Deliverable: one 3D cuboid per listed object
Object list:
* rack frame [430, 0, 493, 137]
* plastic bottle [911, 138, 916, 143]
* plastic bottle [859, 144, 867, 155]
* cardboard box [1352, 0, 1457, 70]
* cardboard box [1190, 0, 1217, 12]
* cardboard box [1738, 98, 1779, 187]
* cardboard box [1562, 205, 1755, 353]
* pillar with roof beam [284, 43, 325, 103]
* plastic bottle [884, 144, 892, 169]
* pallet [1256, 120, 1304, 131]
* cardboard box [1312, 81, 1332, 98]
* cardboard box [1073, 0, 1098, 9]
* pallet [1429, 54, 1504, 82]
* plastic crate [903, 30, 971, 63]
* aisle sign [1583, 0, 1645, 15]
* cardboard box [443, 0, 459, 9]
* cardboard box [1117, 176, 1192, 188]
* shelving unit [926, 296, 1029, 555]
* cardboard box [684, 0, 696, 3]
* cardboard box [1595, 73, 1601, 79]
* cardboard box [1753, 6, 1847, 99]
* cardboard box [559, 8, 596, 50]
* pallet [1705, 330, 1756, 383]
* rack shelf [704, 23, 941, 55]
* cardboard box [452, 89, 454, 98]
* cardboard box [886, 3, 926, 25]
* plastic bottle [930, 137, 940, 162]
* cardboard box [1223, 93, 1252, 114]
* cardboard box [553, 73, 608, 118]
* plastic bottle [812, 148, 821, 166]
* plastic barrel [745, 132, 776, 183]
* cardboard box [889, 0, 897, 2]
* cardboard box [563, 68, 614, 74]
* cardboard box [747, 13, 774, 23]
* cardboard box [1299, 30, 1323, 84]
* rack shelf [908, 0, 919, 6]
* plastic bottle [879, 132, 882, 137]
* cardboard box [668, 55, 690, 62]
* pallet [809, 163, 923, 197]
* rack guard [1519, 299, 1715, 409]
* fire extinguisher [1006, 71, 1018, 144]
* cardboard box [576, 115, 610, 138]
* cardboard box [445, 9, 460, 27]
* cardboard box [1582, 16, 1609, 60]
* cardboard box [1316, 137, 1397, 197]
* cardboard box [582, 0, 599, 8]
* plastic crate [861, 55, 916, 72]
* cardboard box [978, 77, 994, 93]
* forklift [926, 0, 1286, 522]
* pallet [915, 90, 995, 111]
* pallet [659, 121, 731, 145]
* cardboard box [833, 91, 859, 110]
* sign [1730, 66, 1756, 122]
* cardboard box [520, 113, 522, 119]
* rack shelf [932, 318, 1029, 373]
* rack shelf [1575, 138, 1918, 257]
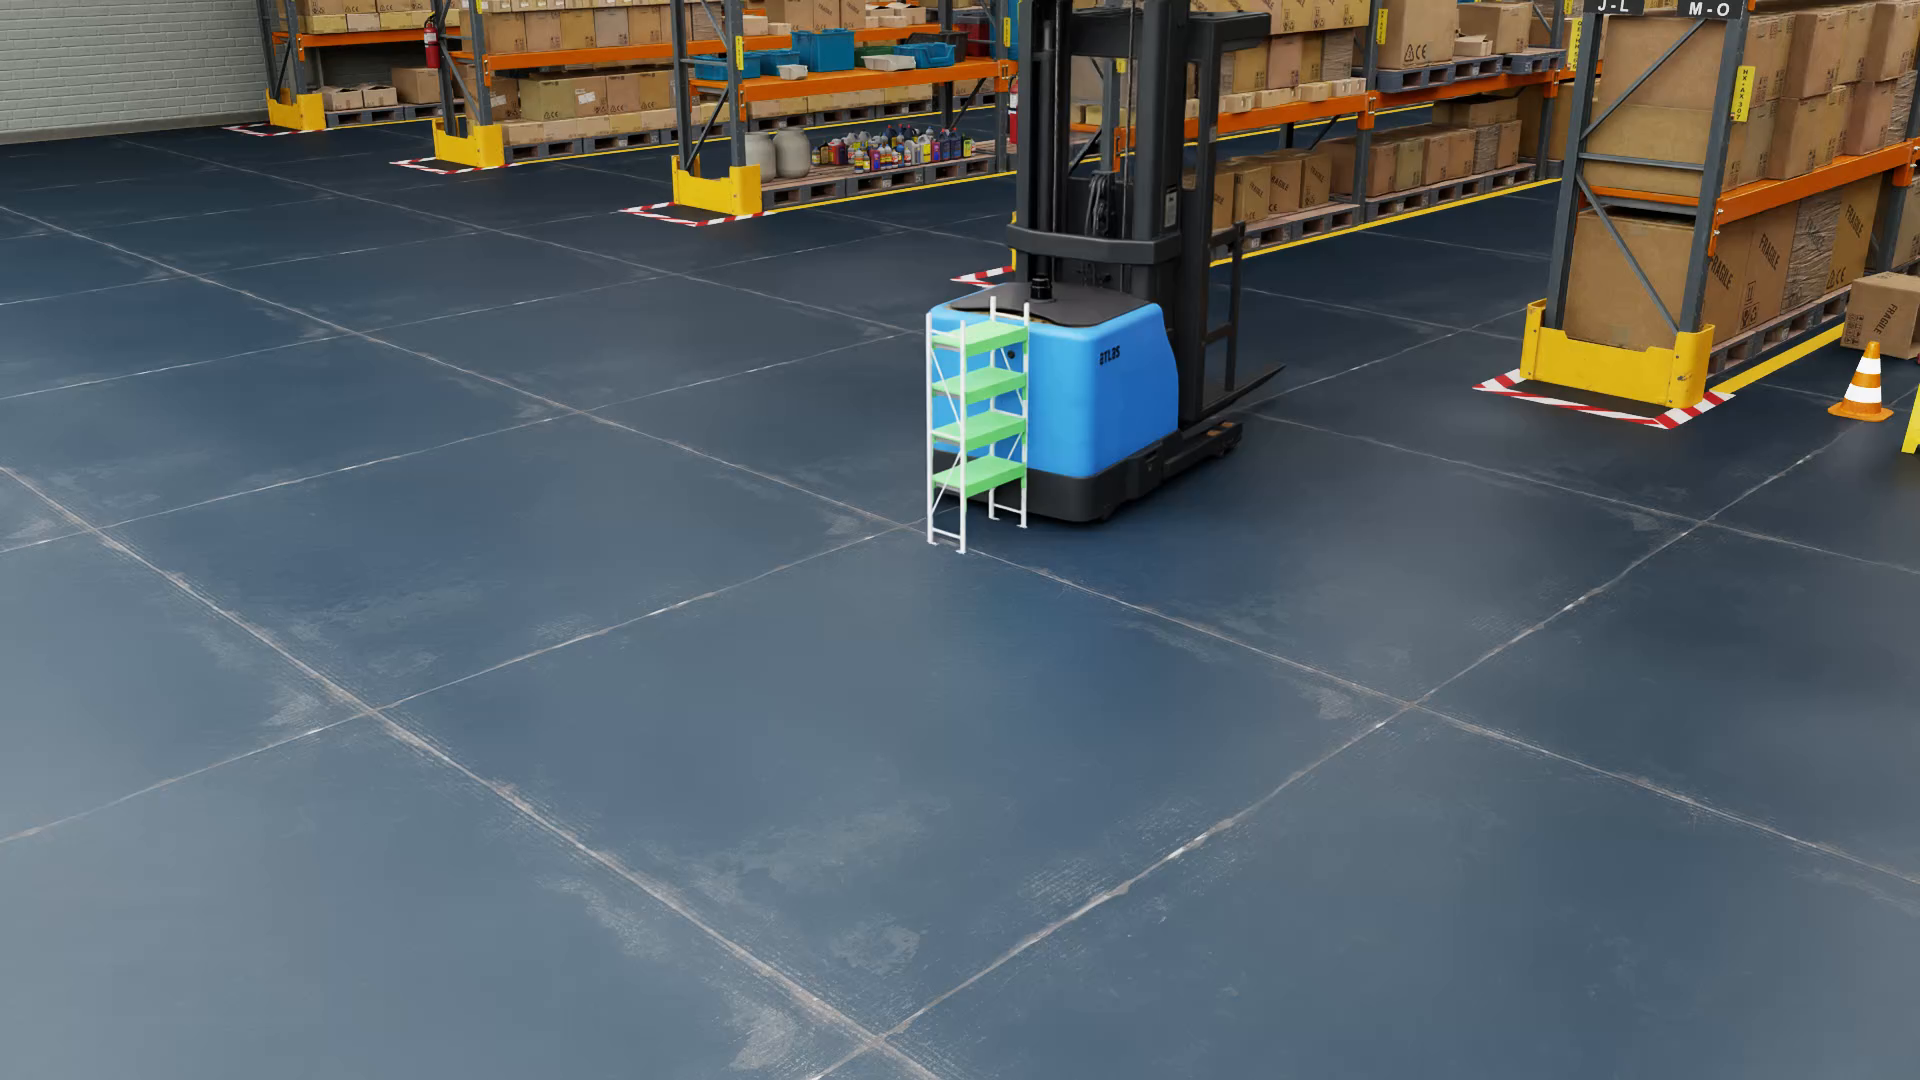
[{"bbox_3d":[-6.172,-6.185,20.485,1.000,3.000,0.127,19,28,41],"label":"rack frame"},{"bbox_3d":[-0.528,-4.559,19.427,0.061,0.283,0.133,19,28,41],"label":"plastic bottle"},{"bbox_3d":[-1.136,-4.543,19.501,0.097,0.201,0.097,0,21,0],"label":"plastic bottle"},{"bbox_3d":[4.368,-5.378,16.964,1.000,1.000,1.000,19,28,41],"label":"cardboard box"},{"bbox_3d":[1.856,-4.557,14.301,0.500,0.500,0.500,19,28,41],"label":"cardboard box"},{"bbox_3d":[5.001,-2.761,11.367,0.875,0.550,0.550,19,28,41],"label":"cardboard box"},{"bbox_3d":[4.832,-1.832,11.537,0.875,0.875,0.875,19,28,41],"label":"cardboard box"},{"bbox_3d":[-6.770,-9.543,20.860,9.100,9.000,0.400,19,28,41],"label":"pillar with roof beam"},{"bbox_3d":[-0.828,-4.378,18.973,0.097,0.271,0.097,0,21,0],"label":"plastic bottle"},{"bbox_3d":[4.327,-6.224,24.474,1.003,0.211,1.213,19,28,41],"label":"pallet"},{"bbox_3d":[3.376,-4.376,16.128,0.380,0.149,0.250,19,28,41],"label":"cardboard box"},{"bbox_3d":[1.130,-4.560,14.310,0.500,0.500,0.500,19,28,41],"label":"cardboard box"},{"bbox_3d":[5.153,-5.152,18.066,1.003,0.211,1.213,19,28,41],"label":"pallet"},{"bbox_3d":[-0.291,-5.841,19.676,0.767,0.338,0.504,19,28,41],"label":"plastic crate"},{"bbox_3d":[4.142,-3.707,10.416,0.394,0.787,0.004,19,28,41],"label":"aisle sign"},{"bbox_3d":[-7.744,-8.286,25.087,0.500,0.500,0.500,18,28,39],"label":"cardboard box"},{"bbox_3d":[1.764,-3.052,15.234,0.500,0.500,0.500,-12,24,-28],"label":"cardboard box"},{"bbox_3d":[0.092,-0.582,8.417,0.258,1.200,0.503,17,27,38],"label":"shelving unit"},{"bbox_3d":[-3.772,-7.308,22.363,0.380,0.149,0.250,18,28,39],"label":"cardboard box"},{"bbox_3d":[7.628,-5.365,20.727,1.225,0.875,0.875,19,28,41],"label":"cardboard box"},{"bbox_3d":[5.499,-3.371,11.451,0.875,0.550,0.550,19,28,41],"label":"cardboard box"},{"bbox_3d":[-5.123,-6.611,21.453,0.700,0.500,0.500,19,28,41],"label":"cardboard box"},{"bbox_3d":[4.908,-1.361,11.820,1.003,0.211,1.213,19,28,41],"label":"pallet"},{"bbox_3d":[-1.986,-7.391,24.627,1.077,0.370,4.000,19,28,41],"label":"rack shelf"},{"bbox_3d":[-8.063,-6.920,25.759,0.380,0.149,0.250,17,27,36],"label":"cardboard box"},{"bbox_3d":[-0.876,-8.117,25.636,0.500,0.311,0.500,-18,27,-39],"label":"cardboard box"},{"bbox_3d":[-0.295,-4.570,19.458,0.133,0.283,0.061,-18,27,-39],"label":"plastic bottle"},{"bbox_3d":[2.409,-3.962,15.052,0.380,0.149,0.250,19,28,41],"label":"cardboard box"},{"bbox_3d":[-4.951,-5.790,21.660,0.500,0.500,0.500,19,28,41],"label":"cardboard box"},{"bbox_3d":[-1.658,-4.425,19.194,0.097,0.201,0.097,0,21,0],"label":"plastic bottle"},{"bbox_3d":[-2.221,-4.167,18.118,0.421,0.512,0.421,0,21,0],"label":"plastic barrel"},{"bbox_3d":[-1.385,-10.243,31.364,0.380,0.149,0.250,20,28,41],"label":"cardboard box"},{"bbox_3d":[-4.974,-6.049,22.333,0.500,0.500,0.500,19,28,41],"label":"cardboard box"},{"bbox_3d":[-2.899,-7.422,23.892,0.396,0.266,0.258,18,28,39],"label":"cardboard box"},{"bbox_3d":[2.982,-4.698,16.063,0.875,0.500,0.500,19,28,41],"label":"cardboard box"},{"bbox_3d":[0.043,-10.687,33.200,1.077,0.370,4.000,19,28,41],"label":"rack shelf"},{"bbox_3d":[-0.972,-4.726,19.861,0.133,0.283,0.061,-19,28,-40],"label":"plastic bottle"},{"bbox_3d":[-5.050,-8.217,28.644,0.700,0.500,0.500,19,28,41],"label":"cardboard box"},{"bbox_3d":[-1.184,-4.193,19.190,1.003,0.211,1.213,19,28,41],"label":"pallet"},{"bbox_3d":[4.390,-1.264,11.167,1.175,0.500,0.348,19,28,41],"label":"rack guard"},{"bbox_3d":[0.513,-3.754,14.269,0.296,0.674,0.183,19,28,41],"label":"fire extinguisher"},{"bbox_3d":[-4.943,-5.437,21.788,0.500,0.250,0.500,19,28,41],"label":"cardboard box"},{"bbox_3d":[-7.740,-7.934,25.218,0.500,0.250,0.500,19,28,40],"label":"cardboard box"},{"bbox_3d":[7.397,-5.998,19.858,0.500,0.500,0.500,18,28,39],"label":"cardboard box"},{"bbox_3d":[4.158,-3.924,17.473,0.700,0.500,0.500,17,27,37],"label":"cardboard box"},{"bbox_3d":[-4.847,-6.913,21.335,0.380,0.149,0.250,19,28,40],"label":"cardboard box"},{"bbox_3d":[-0.786,-5.368,18.728,0.530,0.136,0.437,19,28,41],"label":"plastic crate"},{"bbox_3d":[0.293,-7.461,26.677,0.500,0.500,0.500,18,27,39],"label":"cardboard box"},{"bbox_3d":[1.042,-1.937,9.529,1.130,2.935,3.031,13,25,31],"label":"forklift"},{"bbox_3d":[-0.043,-7.122,26.810,1.003,0.211,1.213,19,28,41],"label":"pallet"},{"bbox_3d":[-3.966,-5.718,23.156,1.003,0.211,1.213,19,28,41],"label":"pallet"},{"bbox_3d":[-1.850,-6.563,24.715,0.500,0.250,0.500,-20,28,-41],"label":"cardboard box"},{"bbox_3d":[4.800,-2.738,10.199,0.100,0.325,0.005,19,28,41],"label":"sign"},{"bbox_3d":[-5.669,-5.441,21.796,0.500,0.250,0.500,19,28,41],"label":"cardboard box"},{"bbox_3d":[0.092,-0.971,8.268,0.258,0.148,0.480,17,27,38],"label":"rack shelf"},{"bbox_3d":[5.802,-2.615,12.201,1.077,0.370,4.000,19,28,41],"label":"rack shelf"}]
